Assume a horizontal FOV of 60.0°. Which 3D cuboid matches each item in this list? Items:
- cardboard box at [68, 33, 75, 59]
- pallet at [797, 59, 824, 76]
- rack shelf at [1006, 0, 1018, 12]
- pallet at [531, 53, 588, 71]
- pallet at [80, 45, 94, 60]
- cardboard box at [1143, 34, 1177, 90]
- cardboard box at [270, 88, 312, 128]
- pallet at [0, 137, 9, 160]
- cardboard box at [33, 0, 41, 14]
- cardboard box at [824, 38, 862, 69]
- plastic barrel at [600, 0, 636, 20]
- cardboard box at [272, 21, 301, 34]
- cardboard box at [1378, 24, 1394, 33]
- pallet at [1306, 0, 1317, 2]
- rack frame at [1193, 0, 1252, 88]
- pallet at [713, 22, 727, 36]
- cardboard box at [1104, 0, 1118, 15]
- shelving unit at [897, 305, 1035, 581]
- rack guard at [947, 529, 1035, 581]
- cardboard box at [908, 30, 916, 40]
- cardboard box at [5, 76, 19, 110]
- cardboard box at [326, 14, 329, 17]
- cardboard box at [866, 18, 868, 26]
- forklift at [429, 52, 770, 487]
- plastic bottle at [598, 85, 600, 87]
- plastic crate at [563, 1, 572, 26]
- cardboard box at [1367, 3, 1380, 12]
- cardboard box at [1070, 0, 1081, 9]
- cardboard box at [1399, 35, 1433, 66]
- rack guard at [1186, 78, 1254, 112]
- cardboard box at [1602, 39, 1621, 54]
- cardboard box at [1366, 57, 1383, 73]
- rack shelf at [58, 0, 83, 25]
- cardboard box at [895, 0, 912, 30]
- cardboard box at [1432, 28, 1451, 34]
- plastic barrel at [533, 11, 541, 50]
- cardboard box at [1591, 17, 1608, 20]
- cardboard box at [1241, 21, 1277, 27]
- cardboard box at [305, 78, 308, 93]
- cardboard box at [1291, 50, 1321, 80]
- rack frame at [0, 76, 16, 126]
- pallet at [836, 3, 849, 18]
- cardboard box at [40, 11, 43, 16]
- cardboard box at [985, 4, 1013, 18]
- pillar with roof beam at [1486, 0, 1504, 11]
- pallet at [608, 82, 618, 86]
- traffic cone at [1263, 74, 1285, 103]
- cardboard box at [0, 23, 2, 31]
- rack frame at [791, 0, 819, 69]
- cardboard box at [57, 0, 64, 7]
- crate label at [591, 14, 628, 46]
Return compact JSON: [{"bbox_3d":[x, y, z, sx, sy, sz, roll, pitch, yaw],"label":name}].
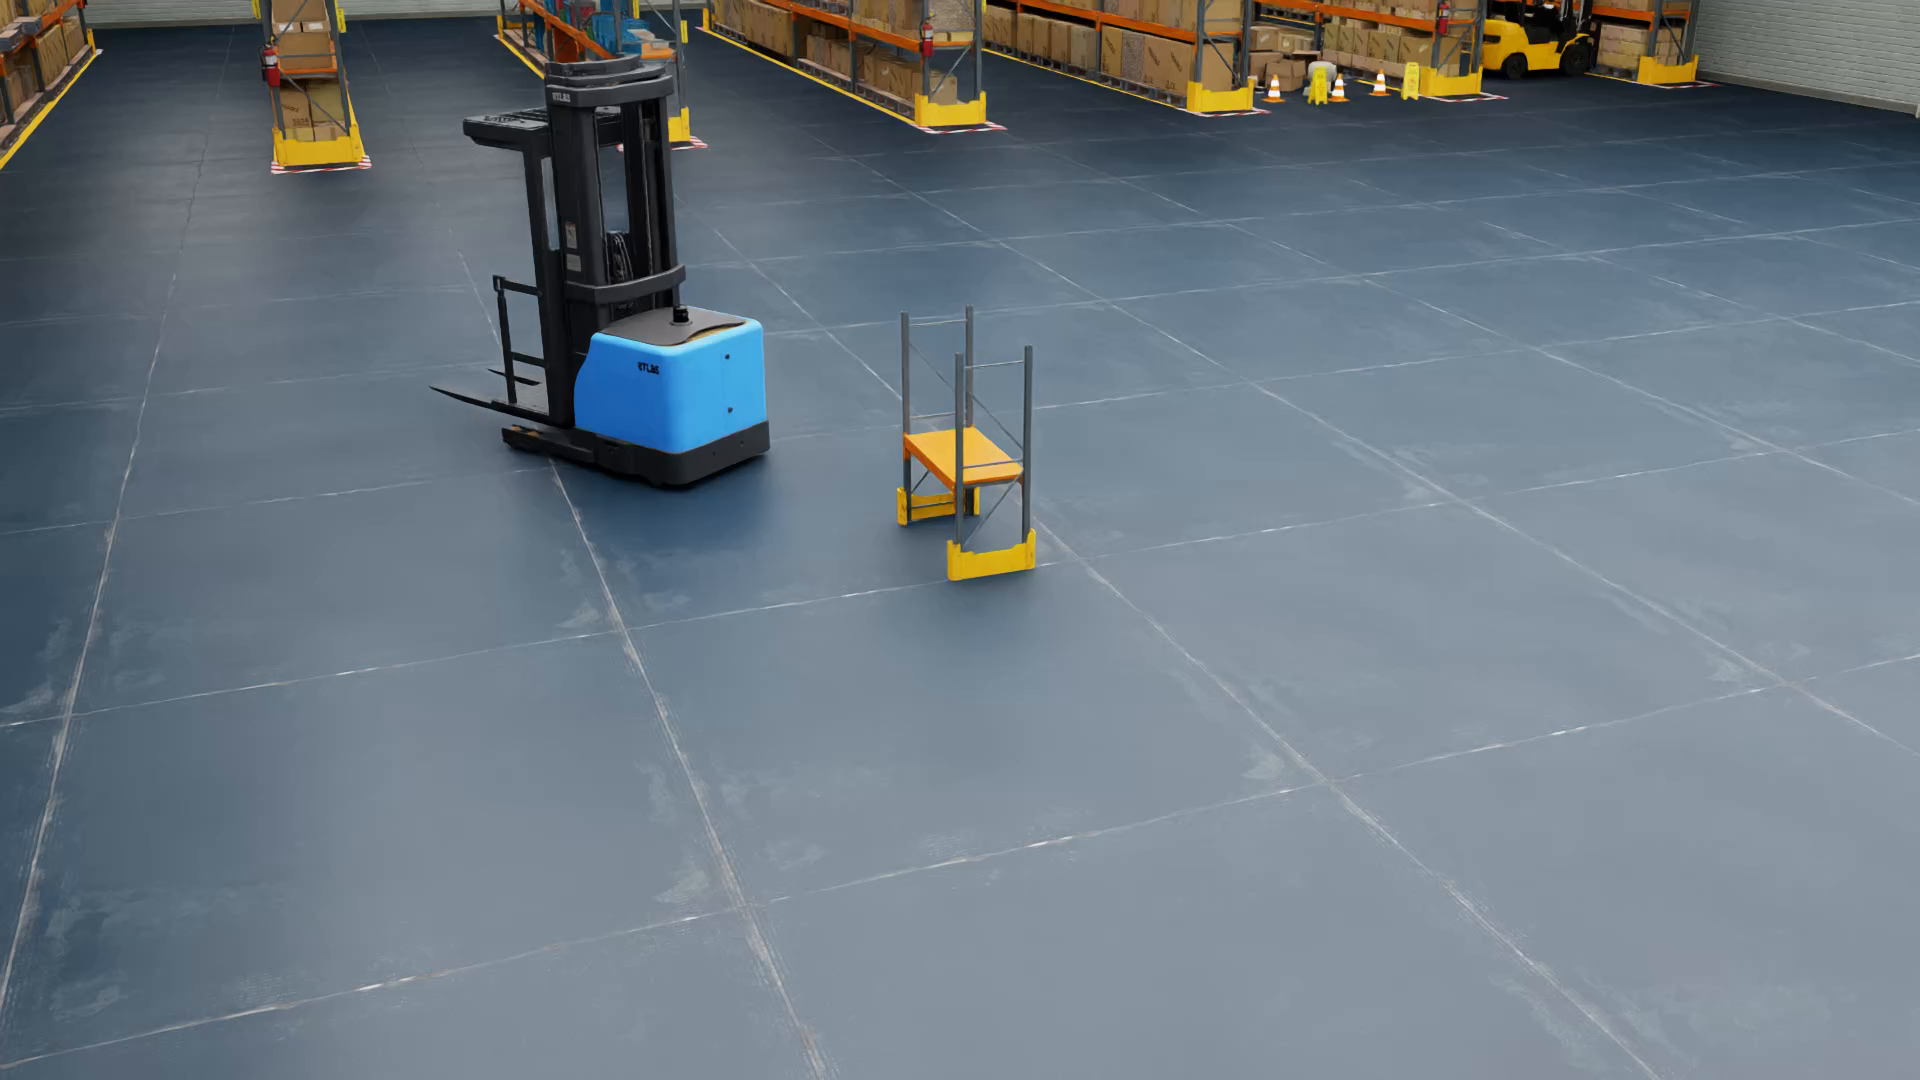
[{"bbox_3d":[-18.616,-10.134,34.108,0.700,0.500,0.500,-9,24,-20],"label":"cardboard box"},{"bbox_3d":[-2.684,-9.639,33.849,1.003,0.211,1.213,-8,24,-19],"label":"pallet"},{"bbox_3d":[1.011,-12.248,37.373,1.077,0.370,4.000,-8,24,-19],"label":"rack shelf"},{"bbox_3d":[-8.337,-9.967,34.627,1.003,0.211,1.213,-8,24,-19],"label":"pallet"},{"bbox_3d":[-19.331,-10.512,35.918,1.003,0.211,1.213,-8,24,-19],"label":"pallet"},{"bbox_3d":[3.929,-8.717,30.264,0.875,0.875,0.875,-9,24,-20],"label":"cardboard box"},{"bbox_3d":[-9.869,-6.370,24.535,0.500,0.500,0.500,-8,24,-19],"label":"cardboard box"},{"bbox_3d":[-14.742,-5.748,24.616,1.003,0.211,1.213,-8,24,-19],"label":"pallet"},{"bbox_3d":[-16.969,-9.765,30.019,0.500,0.500,0.500,-8,24,-17],"label":"cardboard box"},{"bbox_3d":[-2.289,-9.614,32.850,0.700,0.500,0.500,-6,24,-15],"label":"cardboard box"},{"bbox_3d":[-6.032,-9.489,29.255,0.600,0.901,0.708,-8,24,-19],"label":"plastic barrel"},{"bbox_3d":[-9.715,-7.402,23.985,0.380,0.149,0.250,-9,24,-20],"label":"cardboard box"},{"bbox_3d":[8.242,-9.800,31.837,0.380,0.149,0.250,-7,24,-17],"label":"cardboard box"},{"bbox_3d":[7.591,-11.324,34.502,1.003,0.211,1.213,-8,24,-19],"label":"pallet"},{"bbox_3d":[4.543,-8.946,28.612,1.000,3.000,0.127,-8,24,-19],"label":"rack frame"},{"bbox_3d":[-5.429,-12.551,40.756,1.003,0.211,1.213,-8,24,-19],"label":"pallet"},{"bbox_3d":[3.272,-10.336,31.717,0.875,0.550,0.550,-8,24,-19],"label":"cardboard box"},{"bbox_3d":[0.027,-0.663,10.893,0.587,1.500,1.083,-8,24,-19],"label":"shelving unit"},{"bbox_3d":[0.203,0.093,10.706,0.587,0.250,0.087,-8,24,-19],"label":"rack guard"},{"bbox_3d":[-0.651,-8.436,27.726,0.380,0.149,0.250,-8,24,-19],"label":"cardboard box"},{"bbox_3d":[-16.095,-7.404,27.607,0.700,0.500,0.500,-8,24,-18],"label":"cardboard box"},{"bbox_3d":[-9.608,-7.739,24.787,0.380,0.149,0.250,-9,24,-20],"label":"cardboard box"},{"bbox_3d":[-1.464,-9.251,29.660,0.380,0.149,0.250,-8,24,-19],"label":"cardboard box"},{"bbox_3d":[-2.947,-2.174,12.634,3.031,2.935,1.130,16,27,33],"label":"forklift"},{"bbox_3d":[-6.065,-7.484,27.990,0.144,0.351,0.185,-9,24,-19],"label":"plastic bottle"},{"bbox_3d":[-6.860,-9.426,29.773,0.392,0.384,0.575,-8,24,-19],"label":"plastic crate"},{"bbox_3d":[8.095,-10.287,32.118,0.380,0.149,0.250,-8,24,-19],"label":"cardboard box"},{"bbox_3d":[2.517,-10.782,32.839,0.500,0.500,0.500,-9,24,-20],"label":"cardboard box"},{"bbox_3d":[8.611,-9.189,31.223,0.500,0.500,0.500,-8,24,-19],"label":"cardboard box"},{"bbox_3d":[4.552,-7.785,29.077,1.175,0.500,0.348,-8,24,-19],"label":"rack guard"},{"bbox_3d":[13.149,-9.818,33.039,0.500,0.250,0.500,-9,24,-20],"label":"cardboard box"},{"bbox_3d":[8.236,-9.223,32.271,0.500,0.250,0.500,-9,25,-21],"label":"cardboard box"},{"bbox_3d":[-18.980,-11.018,34.456,1.077,0.370,4.000,-8,24,-19],"label":"rack shelf"},{"bbox_3d":[-0.590,-8.854,27.883,0.875,0.500,0.500,-8,24,-19],"label":"cardboard box"},{"bbox_3d":[11.400,-11.885,38.103,0.875,0.625,0.625,-8,24,-17],"label":"cardboard box"},{"bbox_3d":[-8.829,-11.009,35.669,0.600,0.901,0.708,-8,24,-19],"label":"plastic barrel"},{"bbox_3d":[13.082,-10.665,34.403,0.500,0.250,0.500,-8,24,-19],"label":"cardboard box"},{"bbox_3d":[6.503,-11.344,37.146,0.950,0.372,0.625,-10,25,-23],"label":"cardboard box"},{"bbox_3d":[-11.226,-7.690,27.911,0.500,0.311,0.500,-8,24,-19],"label":"cardboard box"},{"bbox_3d":[6.831,-9.388,32.877,0.500,0.500,0.500,8,24,18],"label":"cardboard box"},{"bbox_3d":[-15.448,-7.716,25.696,1.000,3.000,0.127,-8,24,-19],"label":"rack frame"},{"bbox_3d":[-1.680,-9.964,31.276,1.003,0.211,1.213,-8,24,-19],"label":"pallet"},{"bbox_3d":[-17.398,-9.867,31.096,0.380,0.149,0.250,-8,24,-17],"label":"cardboard box"},{"bbox_3d":[0.877,-11.821,37.146,0.500,0.250,0.500,-8,24,-18],"label":"cardboard box"},{"bbox_3d":[8.231,-15.074,35.429,9.100,9.000,0.400,-8,24,-19],"label":"pillar with roof beam"},{"bbox_3d":[-6.928,-8.515,31.180,1.003,0.211,1.213,-8,24,-19],"label":"pallet"},{"bbox_3d":[5.684,-8.164,30.025,0.336,0.463,0.334,-8,24,-19],"label":"traffic cone"},{"bbox_3d":[-15.786,-8.359,26.525,0.700,0.500,0.500,-6,24,-14],"label":"cardboard box"},{"bbox_3d":[-2.959,-11.209,33.981,1.000,3.000,0.127,-8,24,-19],"label":"rack frame"},{"bbox_3d":[-18.450,-10.961,33.007,0.980,0.700,0.700,-8,24,-18],"label":"cardboard box"},{"bbox_3d":[-5.669,-8.270,26.964,0.502,0.435,0.616,-8,24,-19],"label":"crate label"}]
